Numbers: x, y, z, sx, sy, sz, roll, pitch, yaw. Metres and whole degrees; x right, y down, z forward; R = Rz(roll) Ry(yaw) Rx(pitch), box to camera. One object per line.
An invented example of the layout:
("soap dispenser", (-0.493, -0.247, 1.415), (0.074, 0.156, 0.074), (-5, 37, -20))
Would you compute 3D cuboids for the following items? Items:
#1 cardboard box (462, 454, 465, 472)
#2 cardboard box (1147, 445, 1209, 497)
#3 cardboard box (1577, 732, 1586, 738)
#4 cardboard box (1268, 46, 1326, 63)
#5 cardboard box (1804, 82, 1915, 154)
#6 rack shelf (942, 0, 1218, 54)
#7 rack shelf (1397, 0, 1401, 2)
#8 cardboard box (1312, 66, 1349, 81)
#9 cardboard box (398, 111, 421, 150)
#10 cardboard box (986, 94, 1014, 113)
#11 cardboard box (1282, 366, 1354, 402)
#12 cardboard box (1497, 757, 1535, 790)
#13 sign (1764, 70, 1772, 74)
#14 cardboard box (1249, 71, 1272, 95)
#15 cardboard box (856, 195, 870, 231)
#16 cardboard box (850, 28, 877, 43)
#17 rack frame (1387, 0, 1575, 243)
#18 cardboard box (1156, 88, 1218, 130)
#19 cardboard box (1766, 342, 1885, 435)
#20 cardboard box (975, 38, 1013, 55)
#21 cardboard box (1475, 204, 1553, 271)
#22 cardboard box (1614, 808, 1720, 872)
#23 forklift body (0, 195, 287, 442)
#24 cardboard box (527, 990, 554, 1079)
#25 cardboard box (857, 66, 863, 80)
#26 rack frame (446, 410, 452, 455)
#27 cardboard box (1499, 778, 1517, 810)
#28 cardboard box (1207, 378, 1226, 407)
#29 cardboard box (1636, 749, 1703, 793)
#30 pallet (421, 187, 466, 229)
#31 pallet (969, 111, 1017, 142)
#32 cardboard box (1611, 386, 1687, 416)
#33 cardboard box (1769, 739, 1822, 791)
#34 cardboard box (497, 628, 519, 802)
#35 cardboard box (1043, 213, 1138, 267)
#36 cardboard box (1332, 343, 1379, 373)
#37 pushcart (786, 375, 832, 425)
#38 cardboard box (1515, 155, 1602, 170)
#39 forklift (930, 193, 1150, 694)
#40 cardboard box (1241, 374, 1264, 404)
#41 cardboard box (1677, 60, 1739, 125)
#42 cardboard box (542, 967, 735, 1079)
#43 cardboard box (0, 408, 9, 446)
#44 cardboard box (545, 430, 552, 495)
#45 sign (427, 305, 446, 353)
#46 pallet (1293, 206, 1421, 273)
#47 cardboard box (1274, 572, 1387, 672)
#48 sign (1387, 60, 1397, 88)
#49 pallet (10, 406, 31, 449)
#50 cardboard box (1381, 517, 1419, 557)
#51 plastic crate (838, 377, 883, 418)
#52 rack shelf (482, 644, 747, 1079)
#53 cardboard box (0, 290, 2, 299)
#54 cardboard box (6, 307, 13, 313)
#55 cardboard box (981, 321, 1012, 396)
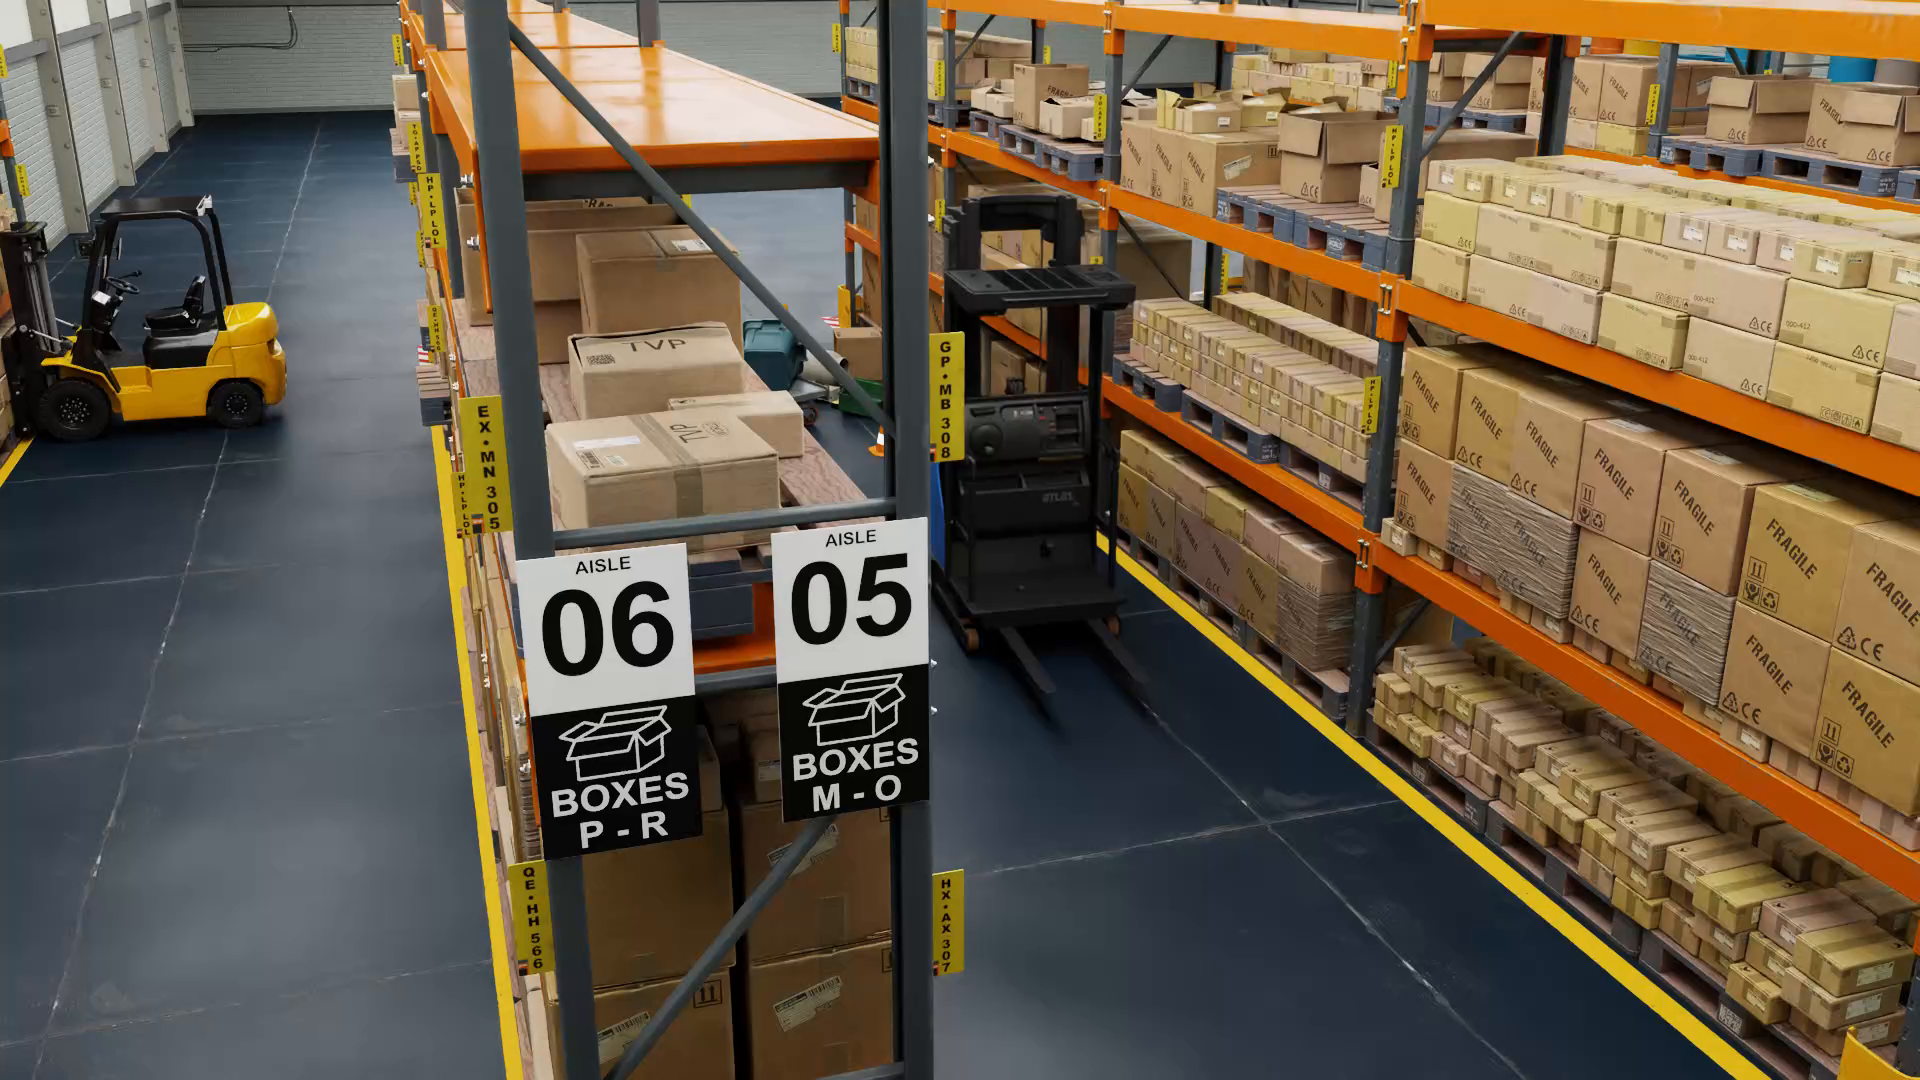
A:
("cardboard box", (-2.525, -0.323, 9.359), (0.500, 0.250, 0.500), (-6, 21, -16))
("cardboard box", (1.733, -0.523, 12.404), (0.500, 0.250, 0.500), (-7, 21, -18))
("cardboard box", (3.527, 1.136, 8.972), (0.380, 0.149, 0.250), (-6, 21, -16))
("cardboard box", (4.023, -5.950, 19.779), (0.500, 0.500, 0.500), (-6, 21, -17))
("cardboard box", (6.942, -3.254, 12.833), (0.500, 0.500, 0.500), (-5, 20, -14))
("rack shelf", (0.958, -4.497, 14.281), (1.077, 0.370, 4.000), (-6, 21, -17))
("rack shelf", (4.441, -6.462, 19.165), (1.077, 0.370, 4.000), (-6, 21, -17))
("cardboard box", (4.274, -5.362, 19.102), (0.380, 0.149, 0.250), (-5, 20, -15))
("cardboard box", (-4.195, -3.271, 13.249), (0.500, 0.250, 0.500), (-7, 21, -18))
("cardboard box", (0.420, -4.022, 15.341), (0.250, 0.149, 0.380), (-6, 21, -17))
("cardboard box", (2.285, -0.996, 10.623), (0.380, 0.149, 0.250), (-6, 21, -17))
("cardboard box", (3.076, 1.203, 8.787), (0.380, 0.149, 0.250), (-5, 20, -15))
("sign", (9.246, -5.224, 19.074), (0.100, 0.325, 0.005), (-6, 21, -17))
("cardboard box", (3.887, -5.615, 20.396), (0.500, 0.250, 0.500), (-7, 21, -18))
("cardboard box", (-0.768, -4.083, 20.124), (0.875, 0.550, 0.550), (-6, 21, -17))
("cardboard box", (-1.047, -5.818, 19.163), (0.380, 0.149, 0.250), (-6, 21, -17))
("rack frame", (2.844, -3.099, 8.732), (1.000, 3.000, 0.127), (-6, 21, -17))
("cardboard box", (1.614, -3.053, 11.763), (0.396, 0.266, 0.258), (-6, 21, -17))
("cardboard box", (3.540, -0.614, 6.472), (0.500, 0.250, 0.500), (-6, 21, -17))
("cardboard box", (0.377, -5.072, 17.086), (0.380, 0.149, 0.250), (-7, 21, -18))
("cardboard box", (2.920, -1.511, 8.232), (0.500, 0.250, 0.500), (-6, 21, -17))
("cardboard box", (3.309, 1.403, 7.789), (0.380, 0.149, 0.250), (-6, 21, -15))
("forklift body", (-7.978, -2.225, 16.430), (2.313, 2.155, 1.214), (-6, 21, -17))
("cardboard box", (-1.164, 2.081, 6.355), (0.875, 0.438, 0.875), (-6, 21, -16))
("cardboard box", (-0.965, -5.358, 19.062), (0.380, 0.149, 0.250), (-6, 21, -17))
("rack frame", (-4.338, -2.284, 15.339), (1.000, 3.000, 0.127), (-6, 21, -17))
("cardboard box", (3.110, 1.338, 8.850), (0.380, 0.149, 0.250), (-7, 21, -20))
("cardboard box", (1.955, -1.048, 11.648), (0.380, 0.149, 0.250), (-6, 21, -16))
("cardboard box", (3.657, 1.177, 8.417), (0.380, 0.149, 0.250), (-6, 21, -17))
("pallet", (-2.828, -2.122, 10.730), (1.213, 0.211, 1.003), (-5, 20, -15))
("pallet", (0.665, -3.875, 15.614), (0.805, 0.209, 1.217), (-7, 21, -19))
("cardboard box", (3.564, -0.480, 8.248), (0.500, 0.500, 0.500), (-6, 21, -16))
("cardboard box", (3.595, 0.889, 6.875), (0.380, 0.149, 0.250), (-7, 21, -18))
("cardboard box", (-1.288, 0.596, 5.693), (0.500, 0.500, 0.500), (-6, 21, -17))
("cardboard box", (1.132, -2.548, 14.447), (0.700, 0.500, 0.500), (-7, 21, -18))
("cardboard box", (2.750, -1.225, 11.260), (0.380, 0.149, 0.250), (-6, 21, -15))
("pushcart", (-2.189, -1.308, 16.501), (1.648, 0.377, 0.936), (-15, 25, -36))
("cardboard box", (3.202, -1.968, 8.914), (0.380, 0.149, 0.250), (-7, 21, -20))
("forklift", (0.494, -0.757, 11.189), (1.130, 2.935, 3.031), (-5, 20, -13))
("cardboard box", (2.114, -1.024, 11.141), (0.380, 0.149, 0.250), (-6, 21, -17))
("cardboard box", (6.424, -3.926, 14.584), (0.500, 0.500, 0.500), (-6, 21, -17))
("cardboard box", (-0.969, 1.393, 4.953), (0.500, 0.500, 0.500), (-6, 21, -17))
("cardboard box", (-9.061, -1.011, 15.240), (0.500, 0.250, 0.500), (-7, 21, -18))
("cardboard box", (-1.001, -0.232, 4.791), (0.380, 0.149, 0.250), (-8, 21, -21))
("sign", (-3.593, -1.448, 11.414), (0.100, 0.325, 0.005), (-6, 21, -17))
("pallet", (2.751, -1.808, 9.854), (1.213, 0.211, 1.003), (-6, 21, -17))
("cardboard box", (2.372, 0.493, 10.684), (0.500, 0.500, 0.500), (-7, 21, -18))
("sign", (4.557, -4.932, 17.508), (0.100, 0.325, 0.005), (-6, 21, -17))
("pallet", (-9.646, -1.095, 16.153), (1.003, 0.211, 1.213), (-6, 21, -17))
("cardboard box", (2.623, -0.031, 9.438), (0.380, 0.149, 0.250), (-6, 21, -15))
("plastic crate", (-0.969, -1.463, 17.127), (0.450, 0.188, 0.662), (13, 22, 7))
("rack shelf", (-1.195, 1.263, 6.526), (1.077, 0.370, 4.000), (-6, 21, -17))
("cardboard box", (-9.418, -2.464, 15.692), (0.500, 0.500, 0.500), (-6, 21, -17))
("cardboard box", (-9.865, -2.299, 17.346), (0.500, 0.250, 0.500), (-6, 21, -15))
("cardboard box", (0.610, -1.792, 16.675), (1.050, 0.750, 0.750), (-6, 21, -17))
